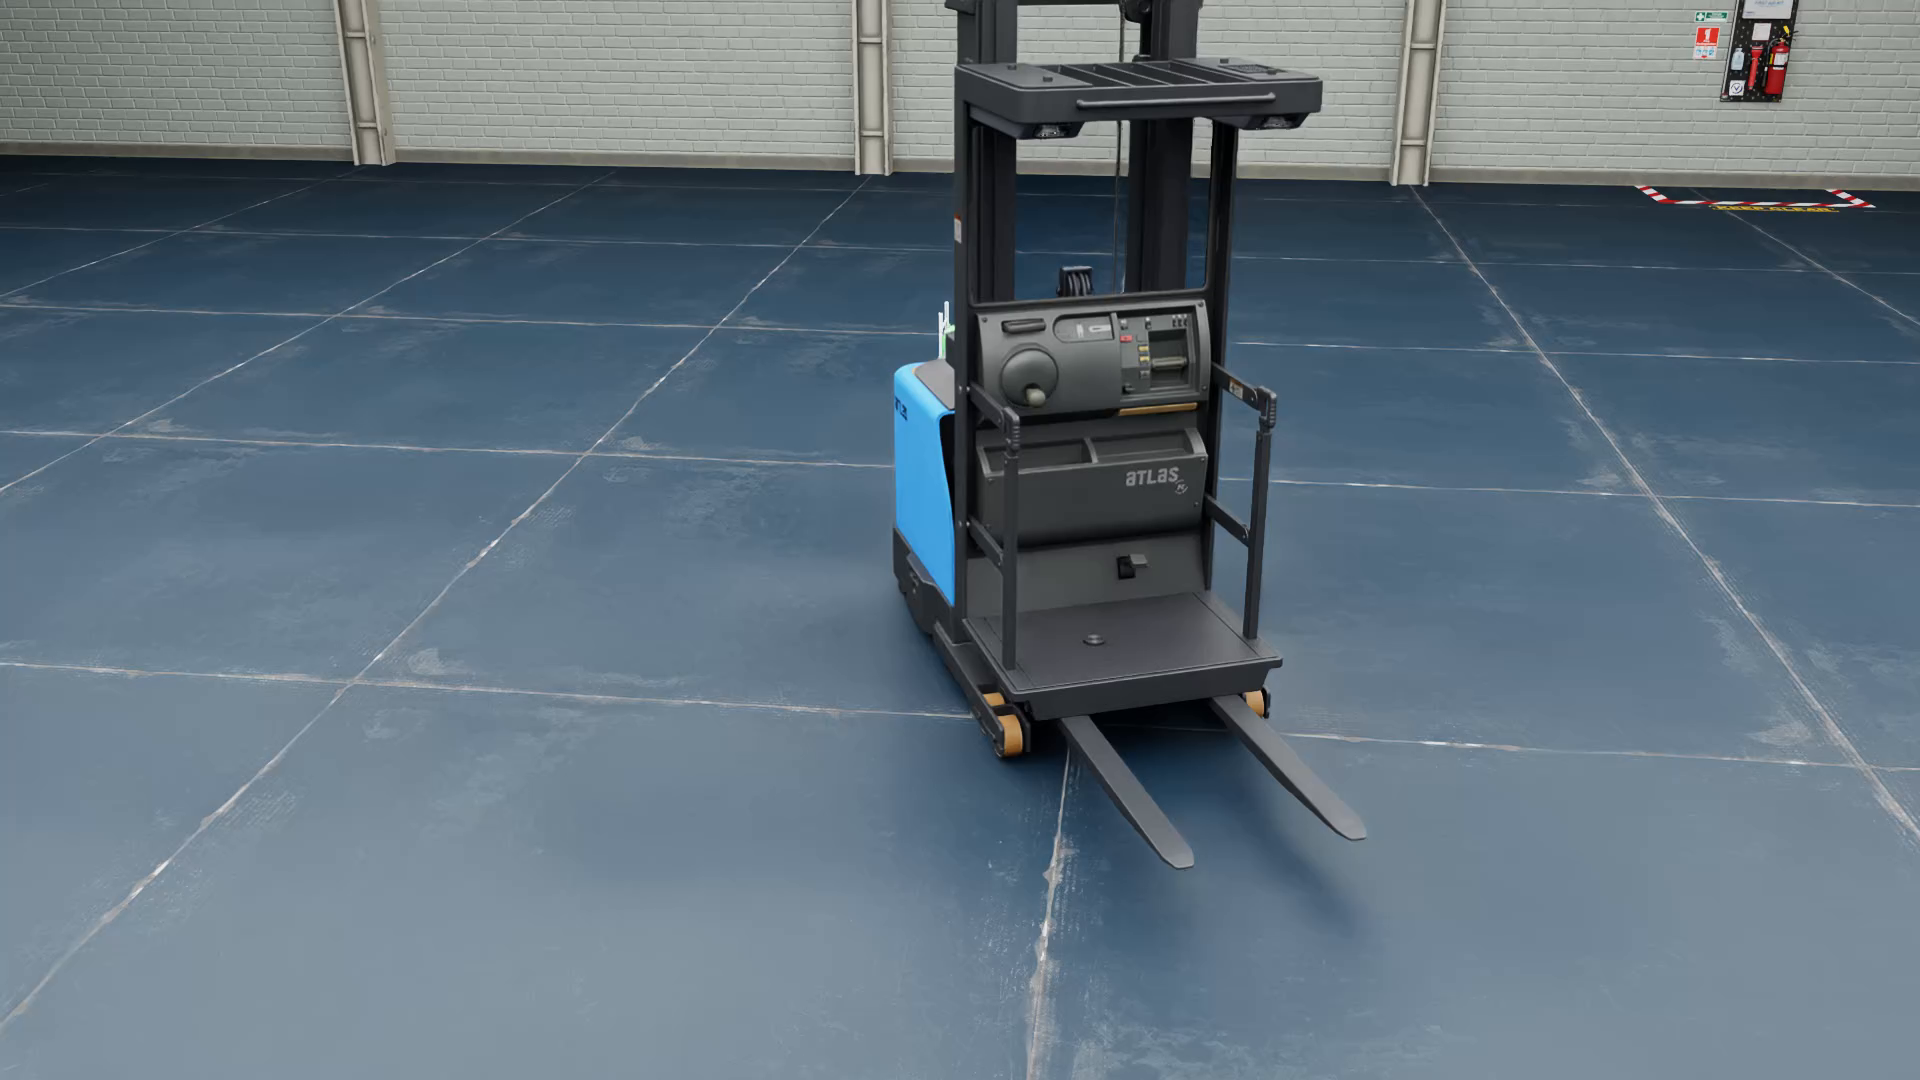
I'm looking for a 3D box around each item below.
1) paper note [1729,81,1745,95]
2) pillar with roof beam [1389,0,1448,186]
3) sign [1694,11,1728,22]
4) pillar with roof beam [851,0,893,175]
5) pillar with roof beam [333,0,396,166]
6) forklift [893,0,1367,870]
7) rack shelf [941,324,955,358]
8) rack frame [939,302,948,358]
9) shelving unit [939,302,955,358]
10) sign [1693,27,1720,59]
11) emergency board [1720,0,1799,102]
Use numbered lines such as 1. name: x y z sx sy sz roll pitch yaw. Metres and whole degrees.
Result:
1. paper note: 8.314 -4.838 17.794 0.142 0.148 0.016 2 22 6
2. pillar with roof beam: 4.467 -6.571 12.822 0.400 9.000 9.100 2 22 6
3. sign: 7.949 -5.536 17.592 0.331 0.109 0.001 2 22 6
4. pillar with roof beam: -1.492 -6.831 13.478 0.400 9.000 9.100 2 22 6
5. pillar with roof beam: -7.450 -7.091 14.135 0.400 9.000 9.100 2 22 6
6. forklift: 0.584 -0.693 6.206 1.130 2.935 3.031 -6 22 -15
7. rack shelf: 0.164 -0.938 8.048 0.480 0.148 0.258 2 22 6
8. rack frame: -0.078 -0.561 8.228 0.015 1.200 0.240 2 22 6
9. shelving unit: 0.164 -0.551 8.201 0.503 1.200 0.258 2 22 6
10. sign: 7.945 -5.293 17.699 0.234 0.329 0.001 2 22 6
11. emergency board: 8.482 -5.214 17.549 0.643 1.169 0.194 2 22 6
